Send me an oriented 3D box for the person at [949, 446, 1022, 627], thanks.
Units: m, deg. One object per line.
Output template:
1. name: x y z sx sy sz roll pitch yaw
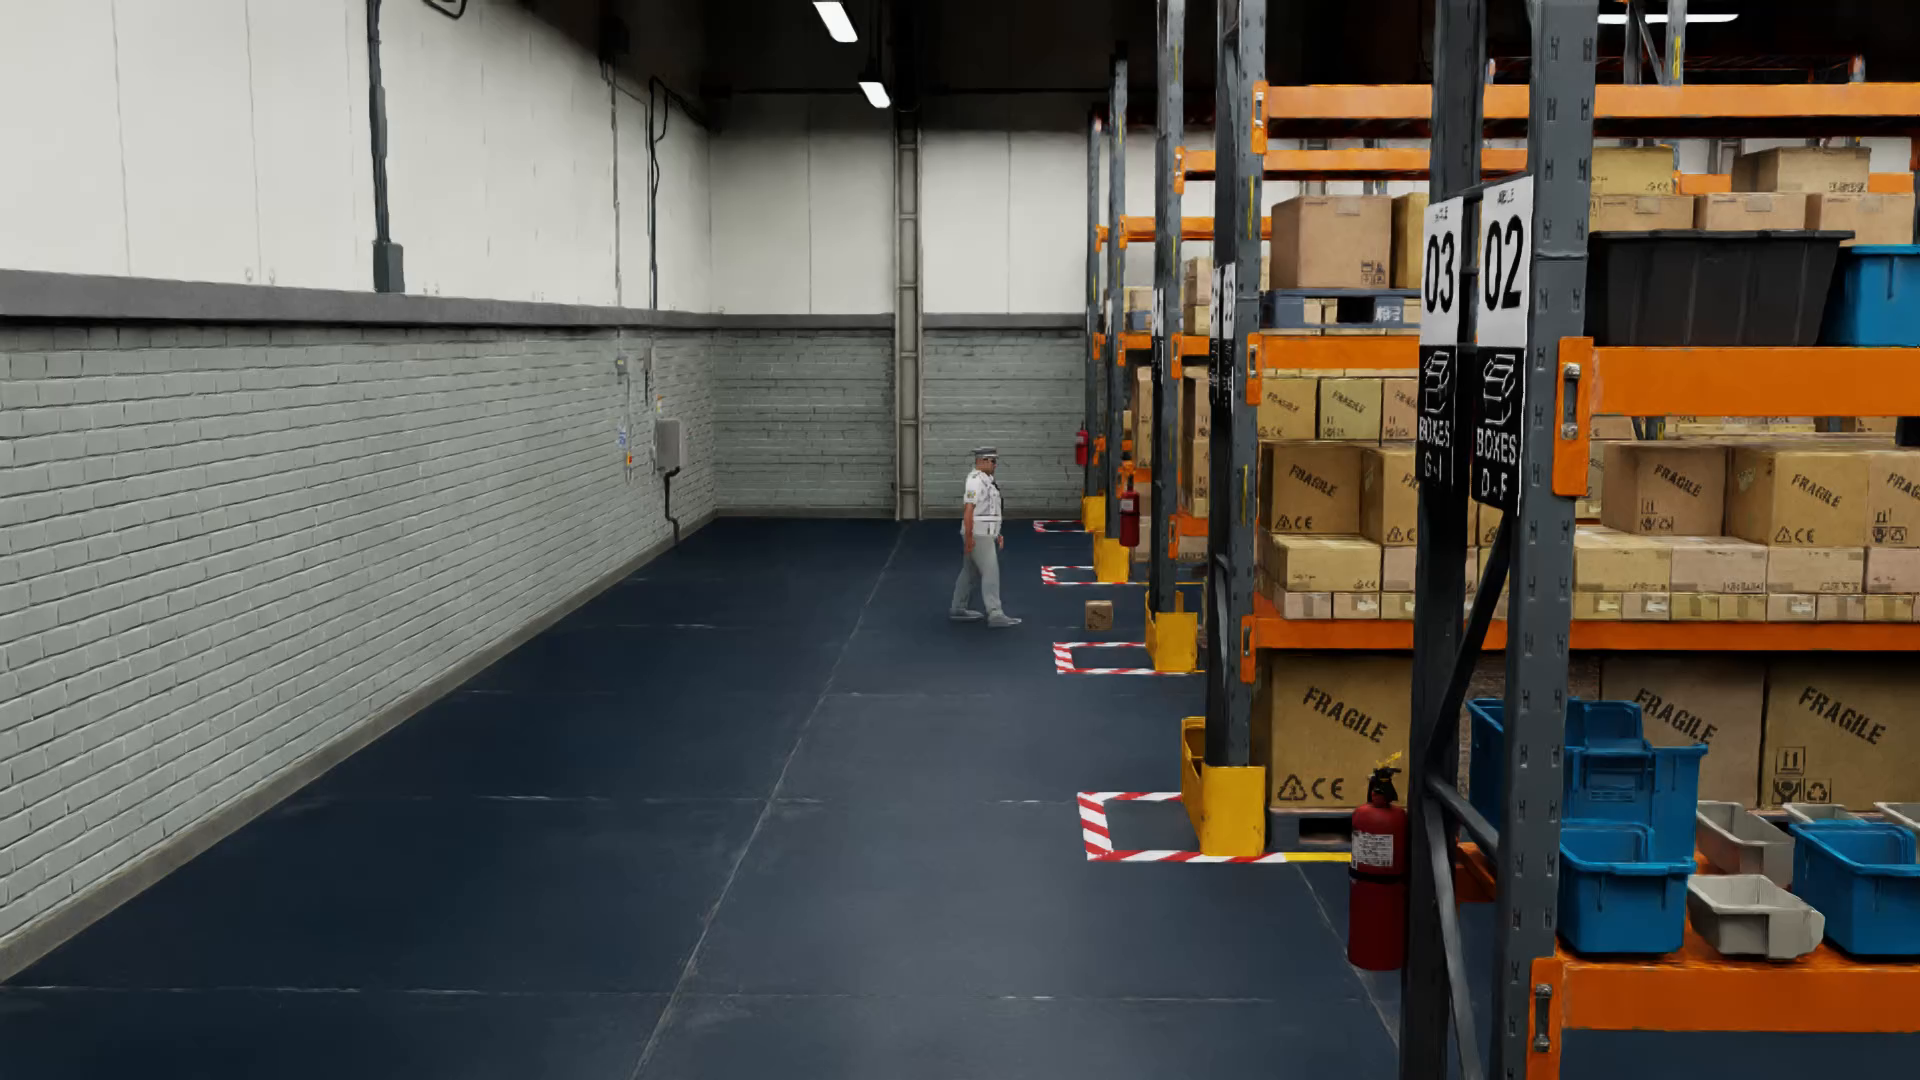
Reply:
1. person: 0.251 -0.045 16.063 0.749 1.713 0.660 1 7 7
